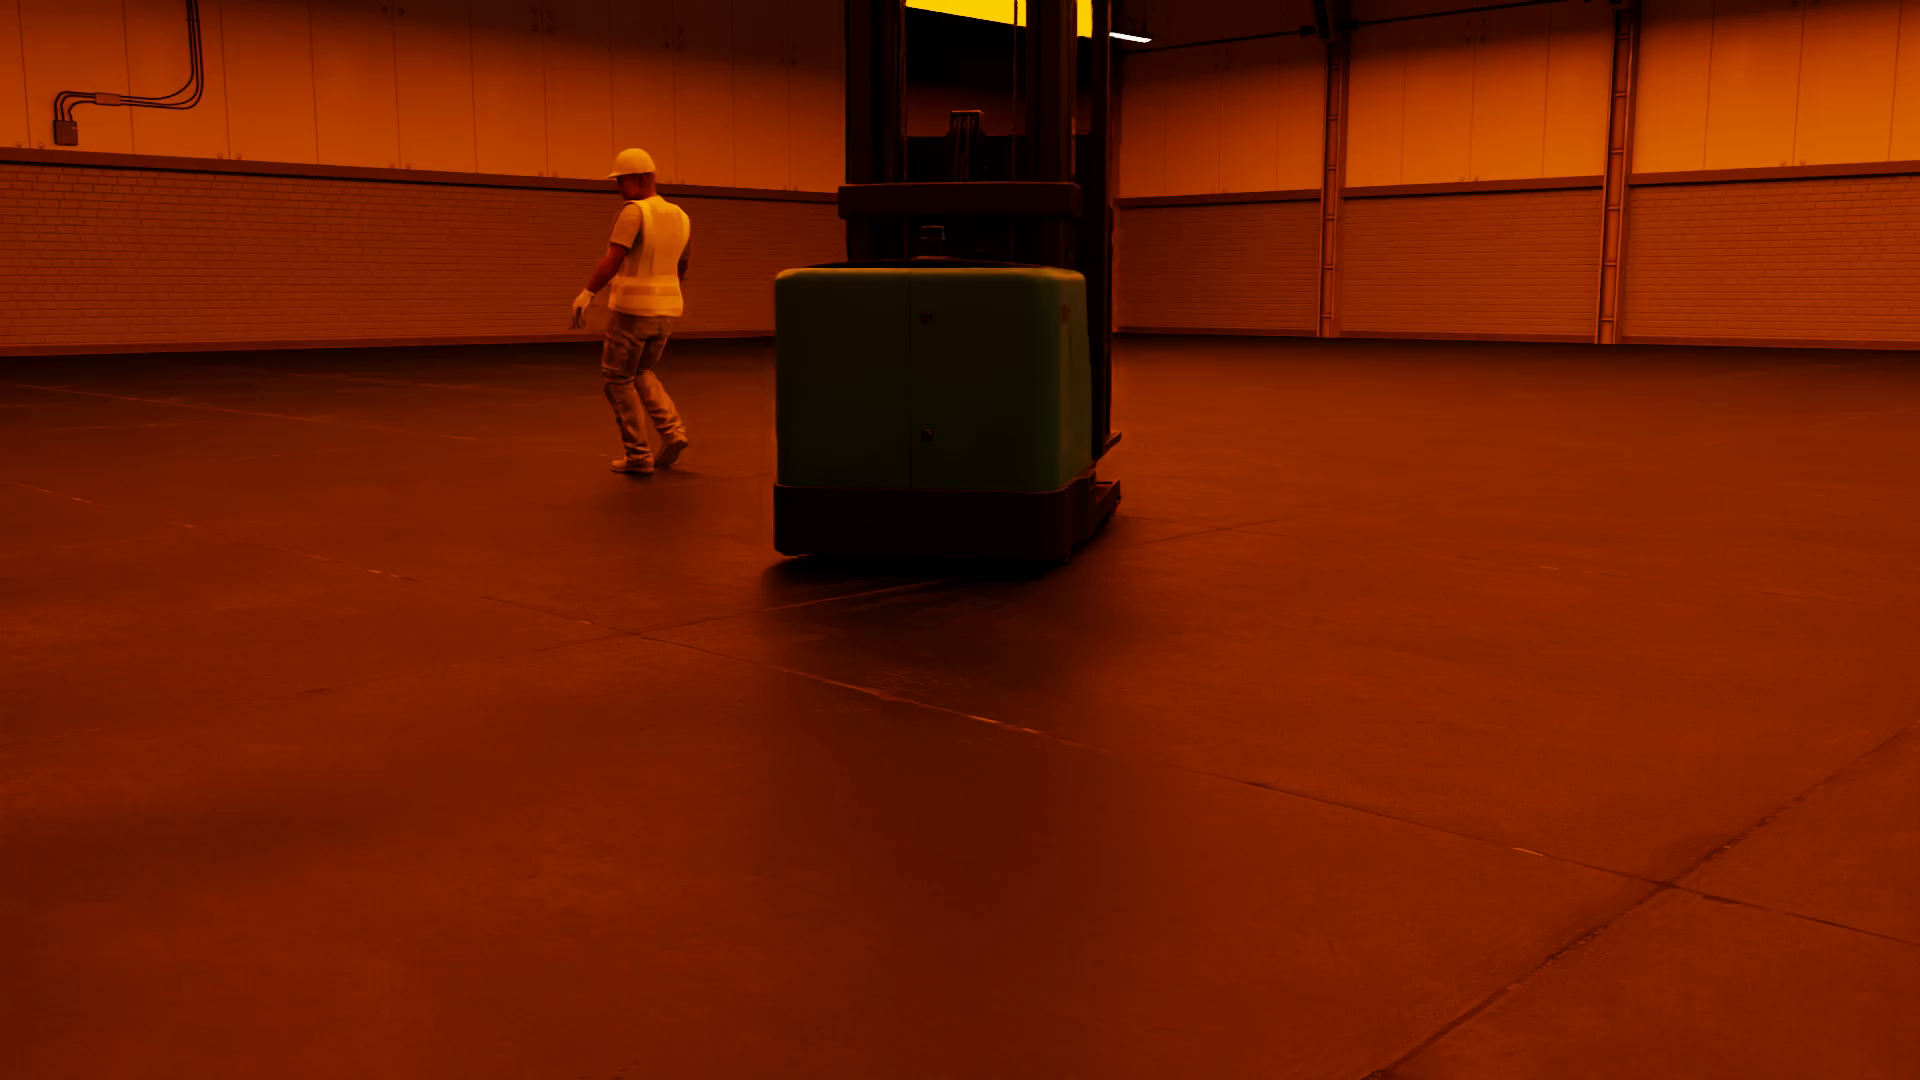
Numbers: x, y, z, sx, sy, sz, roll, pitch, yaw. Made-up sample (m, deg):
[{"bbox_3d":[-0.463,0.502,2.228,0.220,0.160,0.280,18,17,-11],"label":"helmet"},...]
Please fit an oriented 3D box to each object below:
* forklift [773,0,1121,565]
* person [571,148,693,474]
[{"bbox_3d":[0.115,-1.539,7.092,1.130,2.935,3.031,2,9,11],"label":"forklift"},{"bbox_3d":[-1.787,-1.232,9.058,0.483,1.762,0.827,5,10,32],"label":"person"}]
